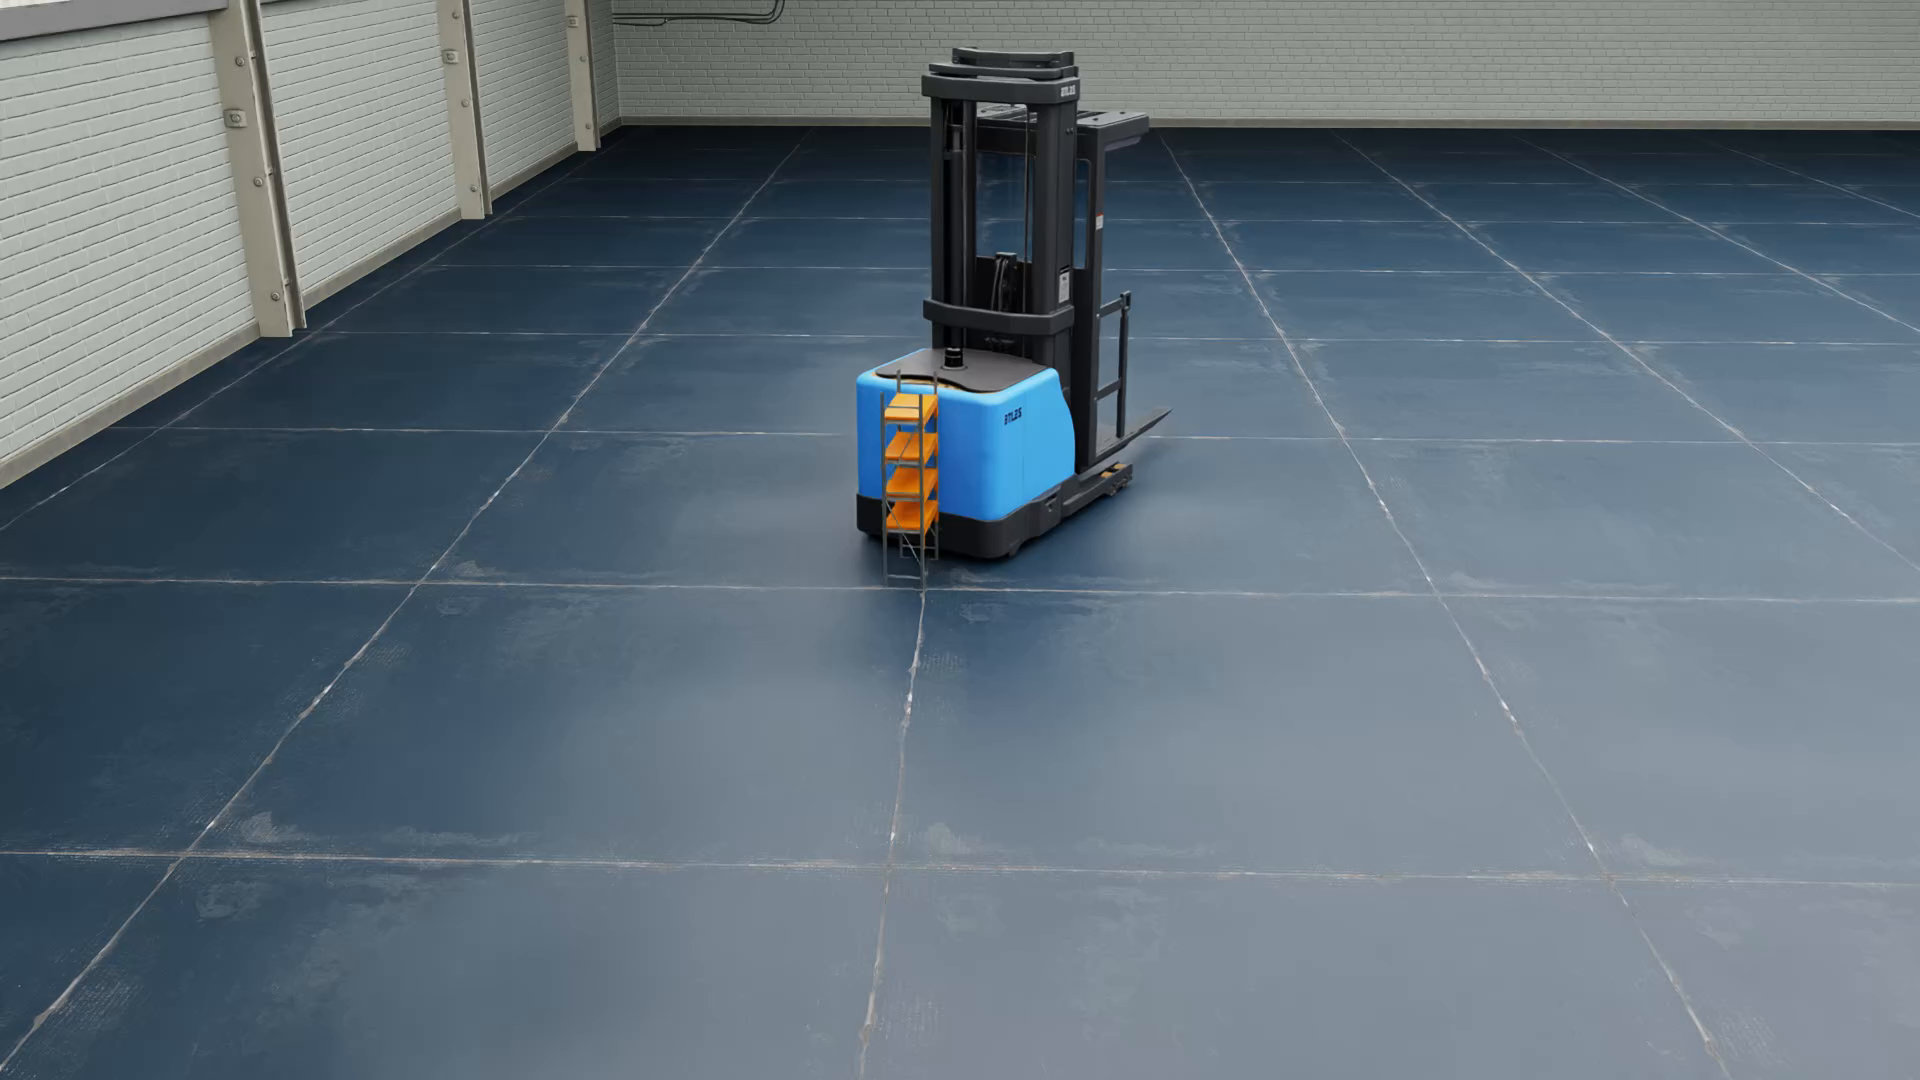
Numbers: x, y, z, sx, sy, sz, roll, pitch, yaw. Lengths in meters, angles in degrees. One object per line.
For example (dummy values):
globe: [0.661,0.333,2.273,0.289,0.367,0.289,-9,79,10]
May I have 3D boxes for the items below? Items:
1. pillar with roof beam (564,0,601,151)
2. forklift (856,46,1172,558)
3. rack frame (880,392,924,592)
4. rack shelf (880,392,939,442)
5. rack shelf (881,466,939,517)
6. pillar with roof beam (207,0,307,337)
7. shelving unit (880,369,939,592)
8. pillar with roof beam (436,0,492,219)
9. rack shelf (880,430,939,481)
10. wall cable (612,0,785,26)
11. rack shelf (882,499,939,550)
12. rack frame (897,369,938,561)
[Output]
pillar with roof beam: [-1.670,-10.435,24.983,9.100,9.000,0.400,1,21,2]
forklift: [0.533,-1.741,10.965,1.130,2.935,3.031,12,24,28]
rack frame: [-0.328,-0.265,9.553,0.240,1.200,0.015,3,21,8]
rack shelf: [-0.290,-0.719,9.636,0.258,0.148,0.480,3,21,8]
rack shelf: [-0.290,-0.289,9.802,0.258,0.148,0.480,3,21,8]
pillar with roof beam: [-2.035,-6.096,13.801,9.100,9.000,0.400,1,21,2]
shelving unit: [-0.290,-0.352,9.778,0.258,1.200,0.503,3,21,8]
pillar with roof beam: [-1.852,-8.266,19.392,9.100,9.000,0.400,1,21,2]
rack shelf: [-0.290,-0.498,9.721,0.258,0.148,0.480,3,21,8]
wall cable: [-4.562,-10.085,28.374,3.097,2.526,0.112,1,21,2]
rack shelf: [-0.290,-0.104,9.874,0.258,0.148,0.480,3,21,8]
rack frame: [-0.252,-0.439,10.003,0.240,1.200,0.015,3,21,8]
